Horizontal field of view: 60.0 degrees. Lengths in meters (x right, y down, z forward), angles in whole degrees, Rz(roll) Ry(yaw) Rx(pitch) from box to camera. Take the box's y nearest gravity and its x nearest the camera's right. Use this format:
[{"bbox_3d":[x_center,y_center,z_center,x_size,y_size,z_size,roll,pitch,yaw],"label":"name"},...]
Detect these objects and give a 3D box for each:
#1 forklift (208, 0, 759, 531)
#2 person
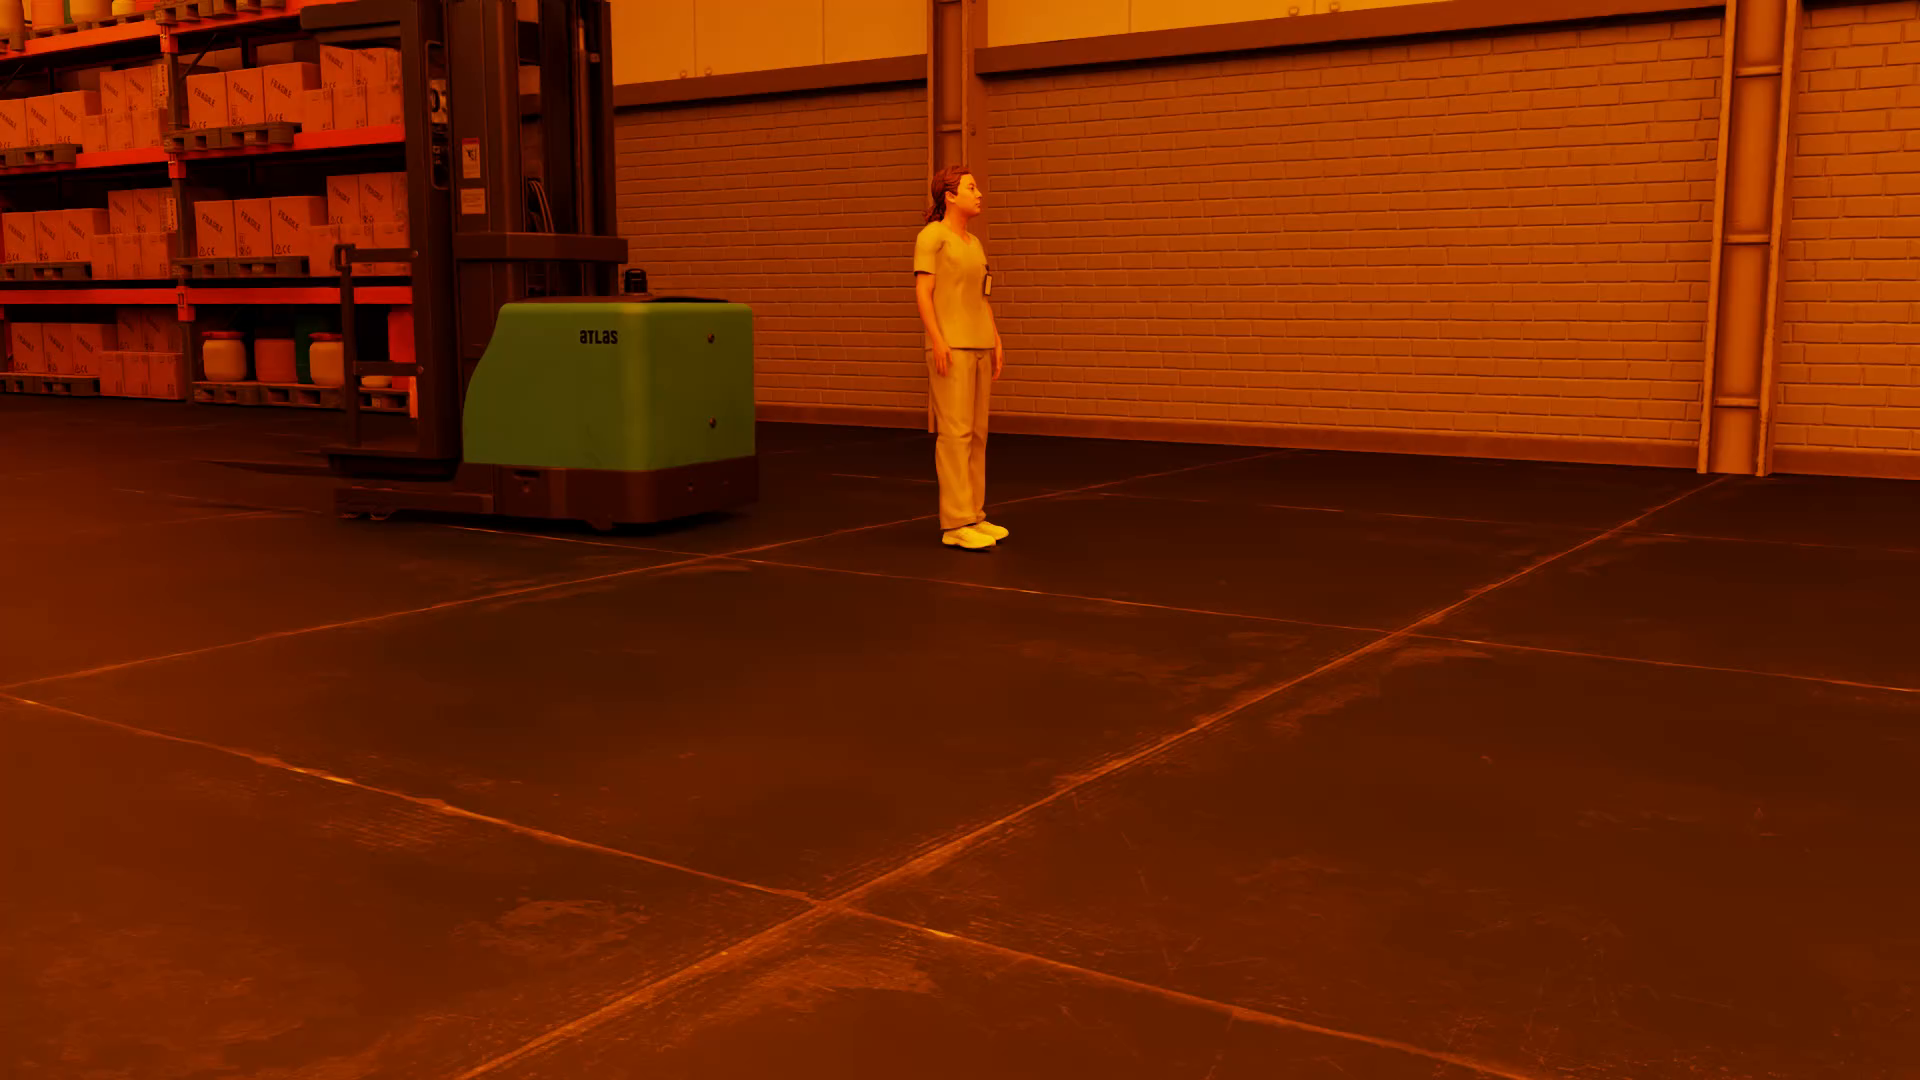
[{"bbox_3d":[-2.579,-1.609,8.505,3.031,2.935,1.130,4,9,25],"label":"forklift"},{"bbox_3d":[0.054,-0.829,7.433,0.549,1.675,0.550,5,10,34],"label":"person"}]
